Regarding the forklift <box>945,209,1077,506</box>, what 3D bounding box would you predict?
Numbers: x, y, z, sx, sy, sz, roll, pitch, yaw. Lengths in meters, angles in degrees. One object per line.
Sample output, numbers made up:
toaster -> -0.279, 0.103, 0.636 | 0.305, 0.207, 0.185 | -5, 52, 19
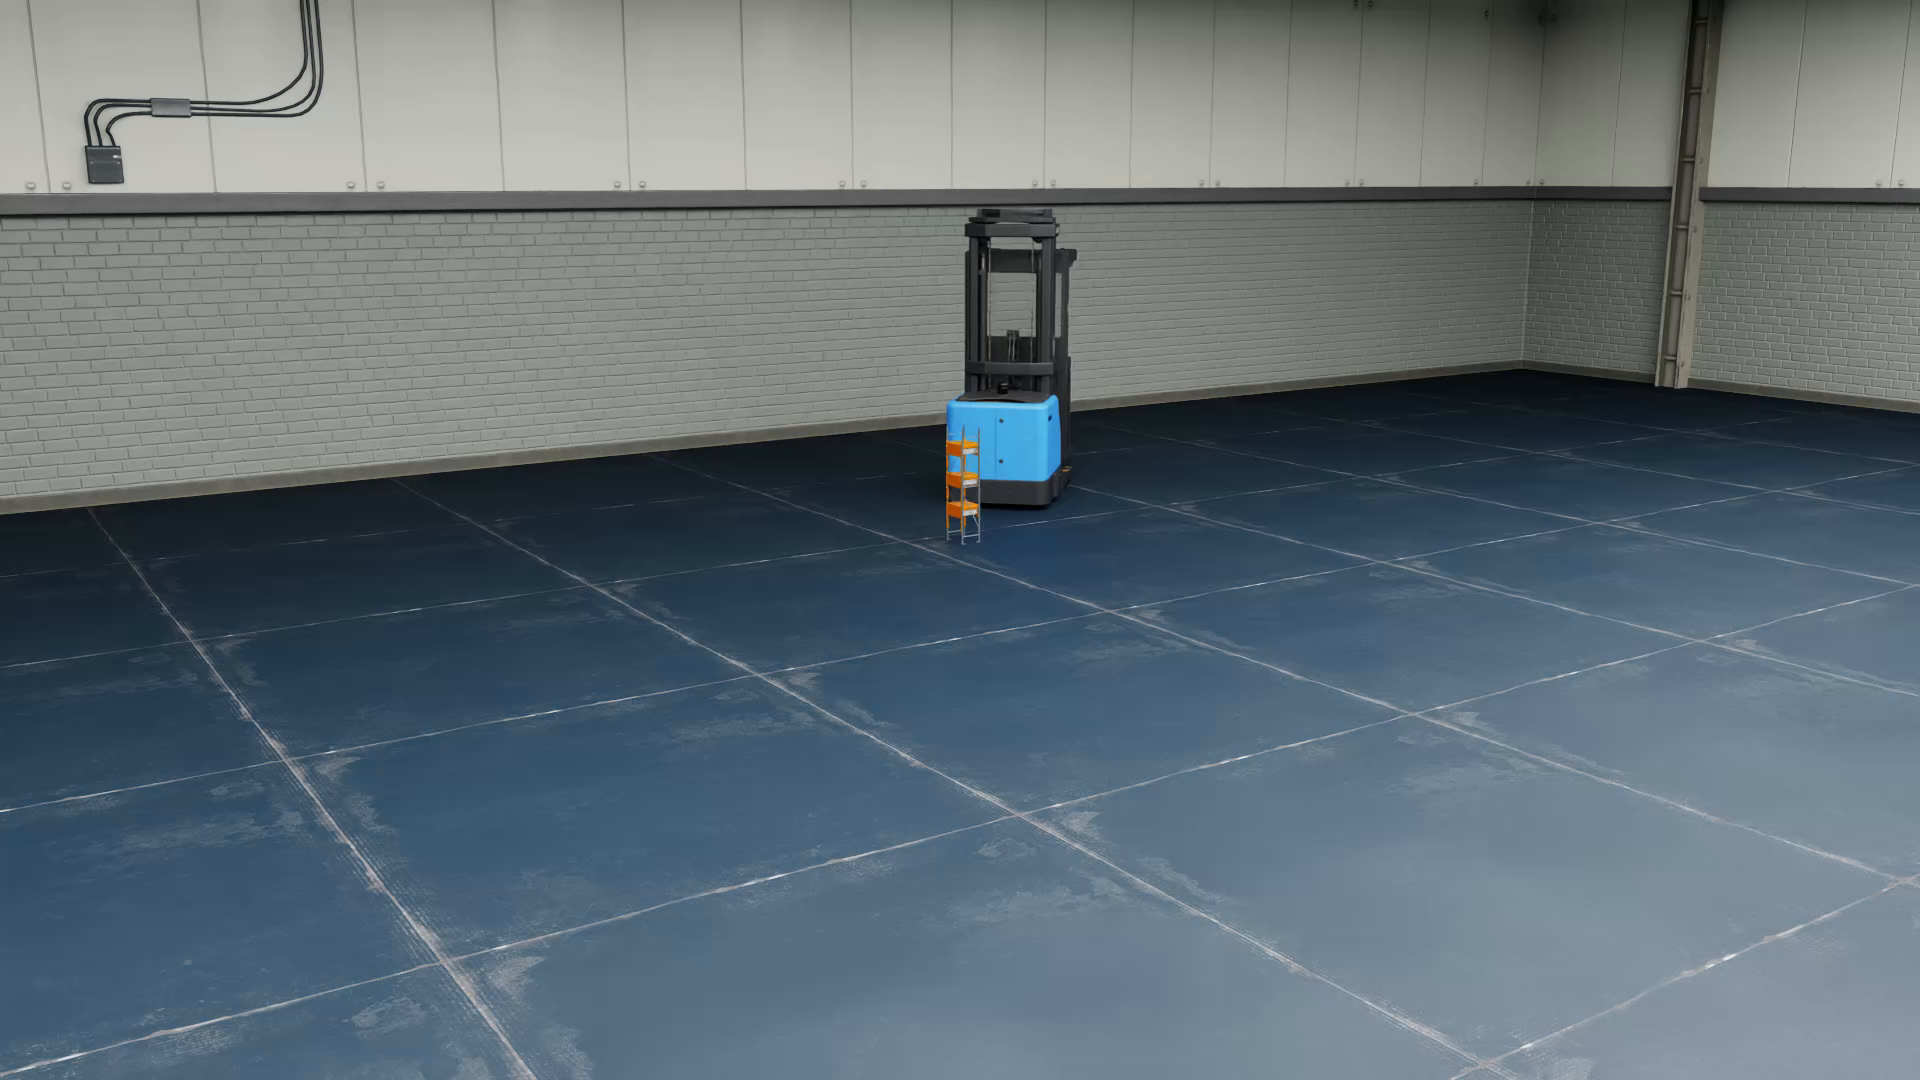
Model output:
forklift -> 0.640, -2.041, 17.722 | 1.130, 2.935, 3.031 | 2, 13, 11

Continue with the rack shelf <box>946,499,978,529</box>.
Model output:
rack shelf -> 0.030, -0.222, 15.156 | 0.215, 0.259, 0.240 | -8, 15, -33

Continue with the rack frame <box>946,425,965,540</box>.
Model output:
rack frame -> -0.038, -0.525, 15.194 | 0.200, 1.050, 0.008 | -8, 15, -33

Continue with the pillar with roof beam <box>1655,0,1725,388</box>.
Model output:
pillar with roof beam -> 7.704, -6.321, 23.092 | 9.100, 9.000, 0.400 | -8, 15, -33

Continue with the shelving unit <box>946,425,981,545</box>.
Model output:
shelving unit -> 0.030, -0.503, 15.094 | 0.215, 1.050, 0.252 | -8, 15, -33

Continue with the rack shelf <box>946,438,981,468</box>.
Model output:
rack shelf -> 0.030, -0.770, 15.036 | 0.215, 0.259, 0.240 | -8, 15, -33

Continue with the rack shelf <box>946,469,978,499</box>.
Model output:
rack shelf -> 0.030, -0.493, 15.097 | 0.215, 0.259, 0.240 | -8, 15, -33

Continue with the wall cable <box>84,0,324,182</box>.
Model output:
wall cable -> -7.555, -6.565, 16.247 | 2.305, 6.003, 0.169 | -8, 15, -33

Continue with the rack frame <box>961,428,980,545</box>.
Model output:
rack frame -> 0.097, -0.482, 14.995 | 0.200, 1.050, 0.008 | -8, 15, -33
